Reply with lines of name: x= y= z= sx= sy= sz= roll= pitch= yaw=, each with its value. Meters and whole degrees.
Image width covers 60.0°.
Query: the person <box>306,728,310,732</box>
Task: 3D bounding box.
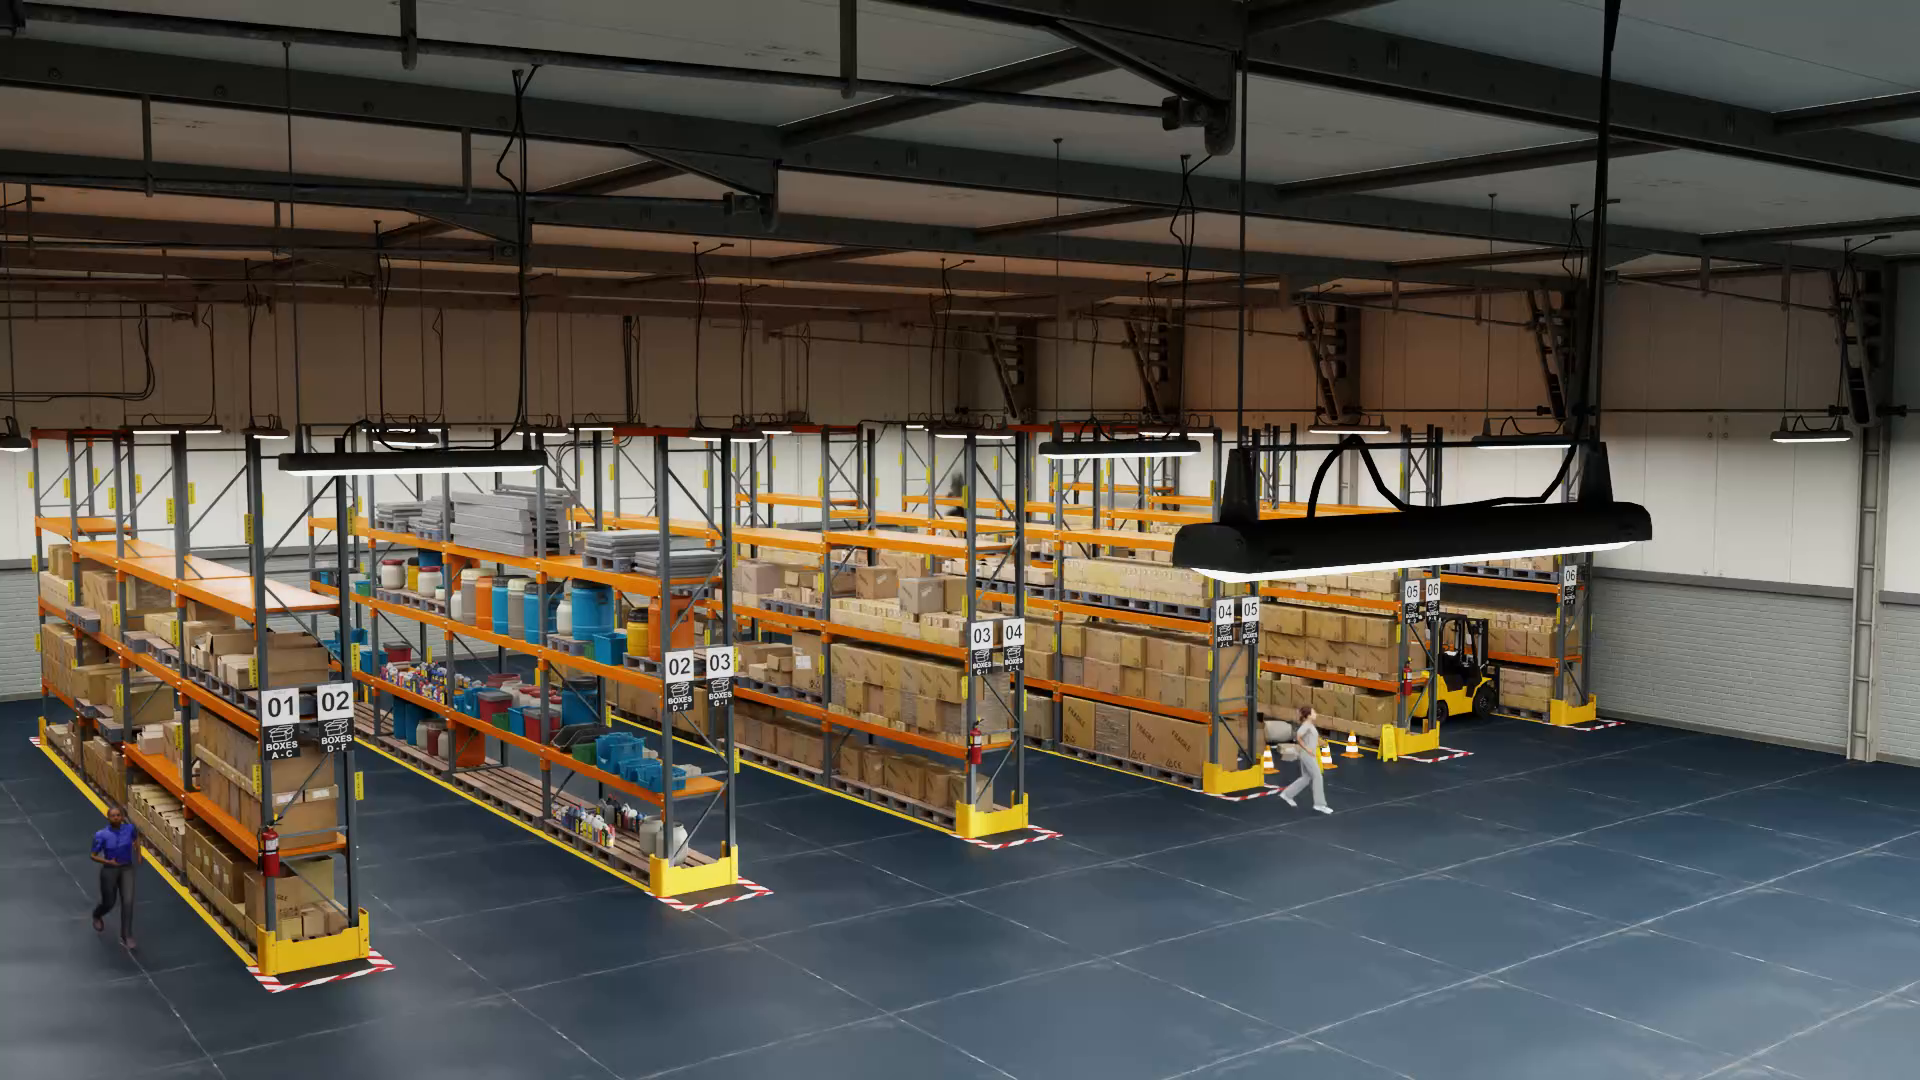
person: x=-11.256 y=3.304 z=28.170 sx=0.576 sy=1.638 sz=0.600 roll=4 pitch=6 yaw=42

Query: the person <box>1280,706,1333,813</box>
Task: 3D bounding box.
person: x=5.467 y=3.440 z=26.204 sx=0.833 sy=1.681 sz=0.577 roll=1 pitch=5 yaw=9

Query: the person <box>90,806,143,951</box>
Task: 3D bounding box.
person: x=-10.010 y=3.964 z=19.740 sx=0.589 sy=1.664 sz=0.918 roll=-4 pitch=6 yaw=-41
